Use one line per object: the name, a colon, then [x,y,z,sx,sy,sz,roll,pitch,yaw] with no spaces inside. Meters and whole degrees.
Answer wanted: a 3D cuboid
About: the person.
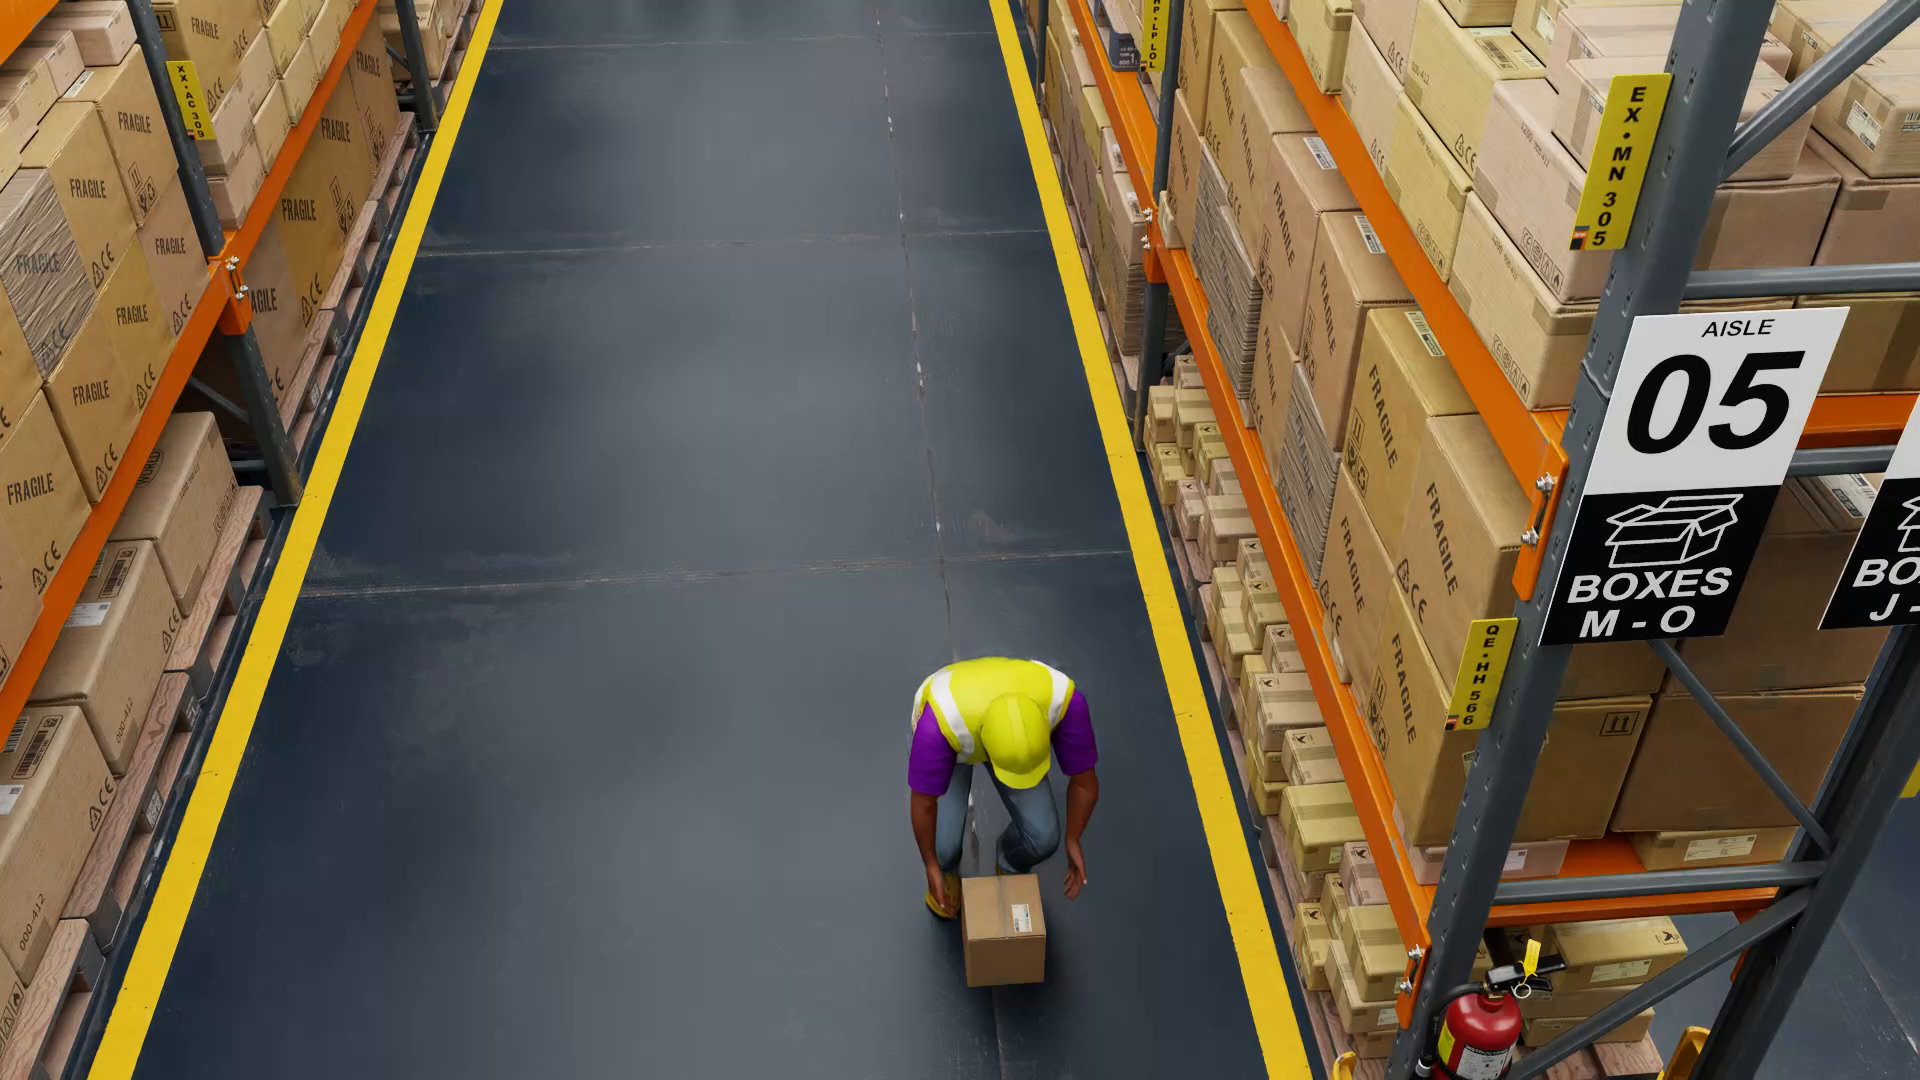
person: [0.127,0.794,5.556,0.626,1.260,0.823,-4,39,-5]
